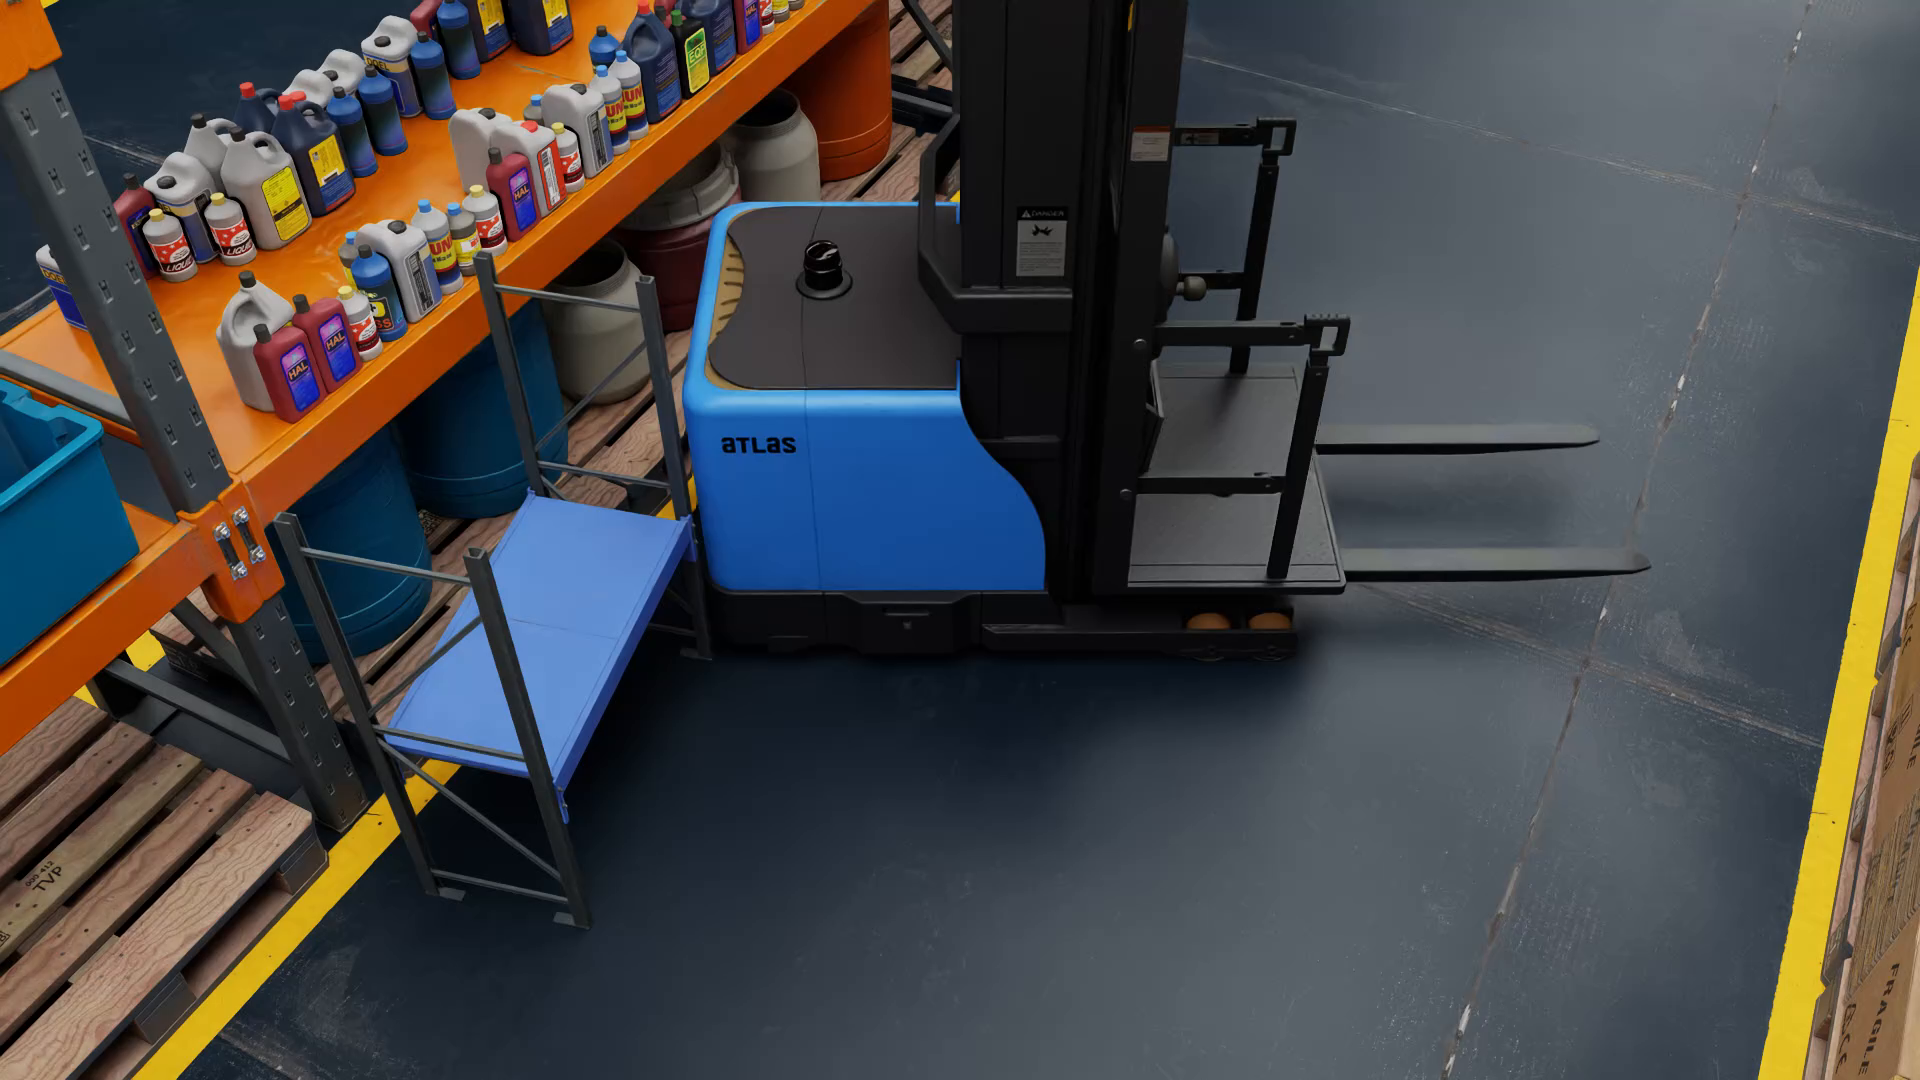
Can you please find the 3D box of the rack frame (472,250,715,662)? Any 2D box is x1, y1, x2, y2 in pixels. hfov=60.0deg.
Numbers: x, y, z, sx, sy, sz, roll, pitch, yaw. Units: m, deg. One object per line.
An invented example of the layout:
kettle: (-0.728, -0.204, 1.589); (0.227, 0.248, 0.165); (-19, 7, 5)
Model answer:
rack frame: (-1.039, -0.187, 4.880); (0.500, 1.500, 0.032); (10, 46, 10)

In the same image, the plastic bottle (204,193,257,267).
plastic bottle: (-2.044, -0.875, 4.646); (0.097, 0.201, 0.097); (0, 45, 0)

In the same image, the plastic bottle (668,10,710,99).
plastic bottle: (-0.860, -1.552, 5.257); (0.061, 0.283, 0.133); (20, 49, 19)

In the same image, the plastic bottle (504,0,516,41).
plastic bottle: (-1.503, -1.826, 5.533); (0.152, 0.276, 0.135); (20, 49, 19)

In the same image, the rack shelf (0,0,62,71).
rack shelf: (-1.301, -2.451, 4.460); (1.077, 0.370, 4.000); (20, 49, 19)

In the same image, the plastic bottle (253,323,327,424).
plastic bottle: (-1.681, -0.438, 4.156); (0.061, 0.283, 0.133); (20, 49, 19)

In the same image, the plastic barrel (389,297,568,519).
plastic barrel: (-1.633, -0.582, 5.397); (0.600, 0.901, 0.708); (20, 49, 19)

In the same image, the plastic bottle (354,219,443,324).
plastic bottle: (-1.507, -0.742, 4.462); (0.152, 0.276, 0.135); (20, 49, 19)

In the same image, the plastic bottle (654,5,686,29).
plastic bottle: (-0.914, -1.572, 5.277); (0.061, 0.283, 0.133); (20, 49, 19)

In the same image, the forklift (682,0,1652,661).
forklift: (0.712, -1.020, 4.697); (3.031, 2.935, 1.130); (0, 45, 0)

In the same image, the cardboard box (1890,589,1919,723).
cardboard box: (3.074, 0.291, 4.802); (0.500, 0.500, 0.500); (20, 49, 19)

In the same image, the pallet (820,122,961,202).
pallet: (-0.701, -1.418, 7.004); (1.003, 0.211, 1.213); (20, 49, 19)

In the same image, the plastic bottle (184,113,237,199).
plastic bottle: (-2.092, -1.059, 4.722); (0.144, 0.351, 0.185); (20, 49, 19)

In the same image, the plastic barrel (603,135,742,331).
plastic barrel: (-1.109, -1.184, 6.211); (0.600, 0.588, 0.708); (20, 49, 19)

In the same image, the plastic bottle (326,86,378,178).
plastic bottle: (-1.810, -1.217, 4.935); (0.097, 0.271, 0.097); (0, 45, 0)

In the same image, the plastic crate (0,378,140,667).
plastic crate: (-2.144, 0.002, 3.608); (0.392, 0.384, 0.575); (20, 49, 19)

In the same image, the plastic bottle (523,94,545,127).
plastic bottle: (-1.258, -1.244, 5.010); (0.097, 0.201, 0.097); (0, 45, 0)

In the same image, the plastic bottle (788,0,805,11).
plastic bottle: (-0.585, -1.925, 5.683); (0.097, 0.201, 0.097); (0, 45, 0)

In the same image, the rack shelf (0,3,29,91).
rack shelf: (-3.158, 0.069, 1.970); (1.077, 0.370, 4.000); (20, 49, 19)

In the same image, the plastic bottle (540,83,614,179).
plastic bottle: (-1.139, -1.241, 4.955); (0.152, 0.276, 0.135); (20, 49, 19)

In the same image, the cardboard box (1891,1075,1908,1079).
cardboard box: (2.132, 1.567, 3.540); (0.500, 0.500, 0.500); (20, 49, 19)

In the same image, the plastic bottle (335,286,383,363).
plastic bottle: (-1.582, -0.572, 4.346); (0.097, 0.201, 0.097); (0, 45, 0)

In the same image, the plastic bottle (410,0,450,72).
plastic bottle: (-1.692, -1.643, 5.347); (0.061, 0.283, 0.133); (20, 49, 19)

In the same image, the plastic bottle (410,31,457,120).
plastic bottle: (-1.640, -1.448, 5.163); (0.097, 0.271, 0.097); (0, 45, 0)

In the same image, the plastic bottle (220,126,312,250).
plastic bottle: (-1.965, -1.011, 4.675); (0.144, 0.351, 0.185); (20, 49, 19)

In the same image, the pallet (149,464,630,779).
pallet: (-1.834, 0.119, 5.484); (1.003, 0.211, 1.213); (20, 49, 19)

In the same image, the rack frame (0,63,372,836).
rack frame: (-2.229, -0.389, 4.026); (1.000, 3.000, 0.127); (20, 49, 19)

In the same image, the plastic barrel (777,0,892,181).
plastic barrel: (-0.584, -1.980, 6.829); (0.600, 0.830, 0.708); (20, 49, 19)

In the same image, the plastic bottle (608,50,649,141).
plastic bottle: (-1.016, -1.365, 5.080); (0.097, 0.271, 0.097); (0, 45, 0)

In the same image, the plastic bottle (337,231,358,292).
plastic bottle: (-1.626, -0.745, 4.517); (0.097, 0.201, 0.097); (0, 45, 0)

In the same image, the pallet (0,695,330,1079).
pallet: (-2.536, 1.067, 4.547); (1.003, 0.211, 1.213); (20, 49, 19)

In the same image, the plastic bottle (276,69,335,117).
plastic bottle: (-1.929, -1.249, 4.962); (0.152, 0.276, 0.135); (20, 49, 19)

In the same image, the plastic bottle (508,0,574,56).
plastic bottle: (-1.384, -1.788, 5.442); (0.144, 0.351, 0.185); (20, 49, 19)

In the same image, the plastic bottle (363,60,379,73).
plastic bottle: (-1.837, -1.389, 5.154); (0.097, 0.201, 0.097); (0, 45, 0)

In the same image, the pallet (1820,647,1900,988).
pallet: (3.066, 0.932, 4.680); (1.003, 0.211, 1.213); (20, 49, 19)

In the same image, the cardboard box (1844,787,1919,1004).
cardboard box: (2.602, 0.943, 4.158); (0.500, 0.500, 0.500); (21, 49, 20)

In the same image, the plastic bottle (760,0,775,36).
plastic bottle: (-0.675, -1.802, 5.562); (0.097, 0.201, 0.097); (0, 45, 0)

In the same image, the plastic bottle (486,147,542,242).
plastic bottle: (-1.269, -0.998, 4.709); (0.061, 0.283, 0.133); (20, 49, 19)

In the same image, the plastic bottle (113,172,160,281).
plastic bottle: (-2.265, -0.864, 4.577); (0.061, 0.283, 0.133); (20, 49, 19)

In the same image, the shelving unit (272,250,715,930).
shelving unit: (-1.159, 0.164, 4.533); (0.538, 1.500, 1.048); (10, 46, 10)

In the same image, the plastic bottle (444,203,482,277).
plastic bottle: (-1.384, -0.841, 4.612); (0.097, 0.201, 0.097); (0, 45, 0)
